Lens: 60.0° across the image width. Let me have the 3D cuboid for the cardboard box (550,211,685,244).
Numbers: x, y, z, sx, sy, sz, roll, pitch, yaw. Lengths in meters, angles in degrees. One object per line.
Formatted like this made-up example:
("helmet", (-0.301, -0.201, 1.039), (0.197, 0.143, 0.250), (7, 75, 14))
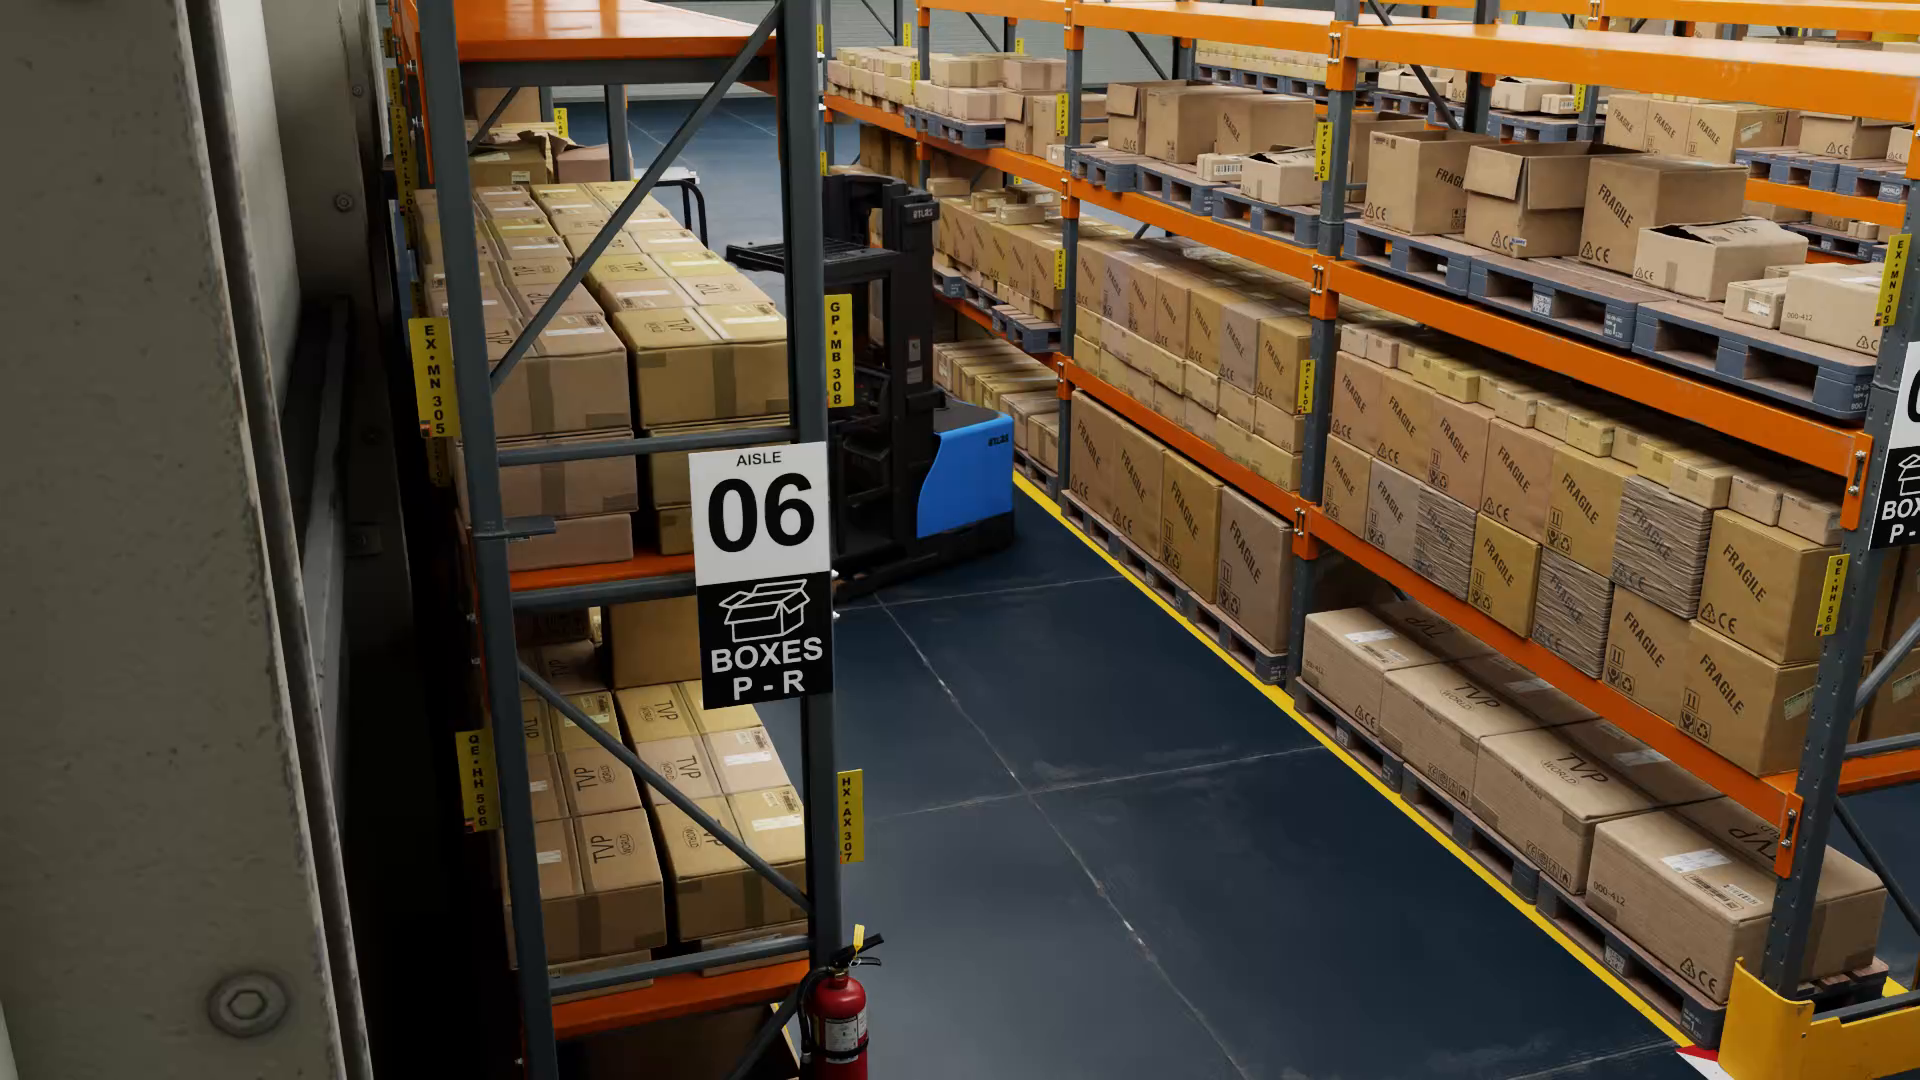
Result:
("cardboard box", (-1.421, -1.195, 6.912), (0.500, 0.250, 0.500), (-6, 21, -16))

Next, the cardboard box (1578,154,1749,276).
("cardboard box", (3.350, -1.552, 7.946), (0.500, 0.500, 0.500), (-6, 21, -16))

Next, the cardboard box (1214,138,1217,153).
("cardboard box", (2.092, -2.894, 12.177), (0.396, 0.266, 0.258), (-7, 21, -19))

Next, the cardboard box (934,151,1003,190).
("cardboard box", (0.137, -3.858, 17.654), (0.700, 0.500, 0.500), (-7, 21, -18))

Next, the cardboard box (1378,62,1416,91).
("cardboard box", (4.690, -4.968, 17.802), (0.258, 0.266, 0.396), (-7, 21, -18))

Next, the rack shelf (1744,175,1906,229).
("rack shelf", (6.623, -2.743, 13.242), (1.077, 0.370, 4.000), (-6, 21, -17))

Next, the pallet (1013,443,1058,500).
("pallet", (1.083, -0.691, 15.029), (1.003, 0.211, 1.213), (-6, 21, -17))

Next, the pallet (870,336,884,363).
("pallet", (-0.562, -2.328, 19.586), (1.003, 0.211, 1.213), (-6, 21, -17))

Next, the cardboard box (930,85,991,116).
("cardboard box", (0.033, -4.183, 15.787), (0.500, 0.250, 0.500), (-7, 21, -18))

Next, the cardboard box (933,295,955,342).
("cardboard box", (-0.371, -2.454, 18.149), (0.500, 0.500, 0.500), (-7, 21, -18))

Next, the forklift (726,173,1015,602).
("forklift", (-0.996, -1.122, 12.205), (3.031, 2.935, 1.130), (-17, 26, -39))

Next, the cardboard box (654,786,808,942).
("cardboard box", (-0.757, 1.099, 5.700), (0.500, 0.250, 0.500), (-6, 21, -17))

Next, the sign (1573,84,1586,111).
("sign", (5.465, -3.947, 14.649), (0.100, 0.325, 0.005), (-6, 21, -17))

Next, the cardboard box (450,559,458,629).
("cardboard box", (-3.042, 0.413, 10.907), (0.500, 0.500, 0.500), (-7, 21, -19))

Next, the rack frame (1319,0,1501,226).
("rack frame", (2.584, -3.293, 9.272), (1.000, 3.000, 0.127), (-6, 21, -17))

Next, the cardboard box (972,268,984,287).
("cardboard box", (0.327, -2.484, 15.645), (0.380, 0.149, 0.250), (-6, 20, -15))

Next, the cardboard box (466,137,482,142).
("cardboard box", (-3.270, -2.501, 10.697), (0.380, 0.149, 0.250), (-6, 21, -15))

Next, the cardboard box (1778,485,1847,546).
("cardboard box", (3.538, -0.102, 6.678), (0.380, 0.149, 0.250), (-6, 21, -16))

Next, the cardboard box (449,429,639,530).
("cardboard box", (-1.268, -0.252, 5.025), (0.500, 0.250, 0.500), (-7, 21, -18))

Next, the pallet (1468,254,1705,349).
("pallet", (3.211, -1.185, 7.971), (1.003, 0.211, 1.213), (-6, 21, -17))

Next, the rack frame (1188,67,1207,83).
("rack frame", (3.480, -4.879, 22.561), (1.000, 3.000, 0.127), (-6, 21, -17))

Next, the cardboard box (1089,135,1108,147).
("cardboard box", (1.309, -3.302, 13.935), (0.396, 0.266, 0.258), (-6, 21, -17))

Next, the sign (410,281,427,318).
("sign", (-3.910, -1.709, 12.025), (0.100, 0.325, 0.005), (-6, 21, -17))

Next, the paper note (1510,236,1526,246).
("paper note", (2.628, -1.409, 7.838), (0.006, 0.032, 0.123), (-6, 21, -17))

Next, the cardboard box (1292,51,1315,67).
("cardboard box", (4.180, -5.614, 19.184), (0.500, 0.250, 0.500), (-6, 21, -17))

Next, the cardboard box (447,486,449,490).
("cardboard box", (-3.516, -0.350, 12.072), (0.380, 0.149, 0.250), (-5, 20, -14))

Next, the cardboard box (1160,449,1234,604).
("cardboard box", (2.022, -0.146, 11.909), (0.875, 0.875, 0.875), (-6, 21, -16))

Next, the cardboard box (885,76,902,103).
("cardboard box", (-0.485, -4.793, 17.667), (0.500, 0.250, 0.500), (-7, 21, -18))

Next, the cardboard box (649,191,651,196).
("cardboard box", (-1.804, -1.761, 8.608), (0.380, 0.149, 0.250), (-6, 21, -16))

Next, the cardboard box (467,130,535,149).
("cardboard box", (-2.403, -1.986, 8.621), (0.396, 0.266, 0.258), (-6, 21, -17))

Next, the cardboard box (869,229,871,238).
("cardboard box", (-0.834, -3.566, 19.278), (0.380, 0.149, 0.250), (-7, 21, -19))

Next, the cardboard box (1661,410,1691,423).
("cardboard box", (3.599, -0.570, 7.979), (0.380, 0.149, 0.250), (-6, 21, -17))

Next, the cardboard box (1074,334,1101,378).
("cardboard box", (1.242, -1.499, 13.373), (0.500, 0.250, 0.500), (-7, 21, -18))

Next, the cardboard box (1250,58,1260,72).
("cardboard box", (3.760, -5.786, 20.253), (0.380, 0.149, 0.250), (-6, 21, -17))

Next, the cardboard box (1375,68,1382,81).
("cardboard box", (4.945, -5.286, 18.861), (0.380, 0.149, 0.250), (-7, 21, -18))

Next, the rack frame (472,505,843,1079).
("rack frame", (-0.870, 1.343, 5.240), (1.000, 3.000, 0.127), (-6, 21, -17))

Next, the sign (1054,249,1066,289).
("sign", (0.815, -2.200, 13.508), (0.100, 0.325, 0.005), (-6, 21, -17))

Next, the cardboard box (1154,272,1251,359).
("cardboard box", (1.718, -1.598, 11.802), (0.500, 0.500, 0.500), (-6, 21, -16))

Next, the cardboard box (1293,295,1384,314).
("cardboard box", (2.532, -1.319, 11.024), (0.500, 0.500, 0.500), (-7, 21, -18))

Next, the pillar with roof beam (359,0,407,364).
("pillar with roof beam", (-2.449, -6.753, 18.906), (9.100, 9.000, 0.400), (-6, 21, -17))

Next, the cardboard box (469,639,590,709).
("cardboard box", (-1.903, 0.503, 7.359), (0.500, 0.250, 0.500), (-6, 21, -16))

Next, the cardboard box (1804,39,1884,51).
("cardboard box", (9.828, -5.284, 18.478), (0.797, 0.503, 0.637), (-6, 20, -15))

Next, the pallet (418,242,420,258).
("pallet", (-2.265, -1.481, 8.942), (1.213, 0.211, 1.003), (-6, 21, -17))

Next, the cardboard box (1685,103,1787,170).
("cardboard box", (6.247, -3.239, 13.411), (0.500, 0.500, 0.500), (-6, 21, -17))

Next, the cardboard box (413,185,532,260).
("cardboard box", (-2.241, -1.468, 7.671), (0.500, 0.250, 0.500), (-7, 21, -18))

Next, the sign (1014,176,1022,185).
("sign", (0.595, -3.642, 17.405), (0.100, 0.325, 0.005), (-6, 21, -17))

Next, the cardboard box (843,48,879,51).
("cardboard box", (-1.175, -5.774, 19.809), (0.380, 0.149, 0.250), (-6, 21, -17))

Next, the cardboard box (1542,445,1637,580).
("cardboard box", (3.119, -0.156, 7.787), (0.500, 0.500, 0.500), (-6, 21, -17))

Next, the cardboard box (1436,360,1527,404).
("cardboard box", (2.729, -0.831, 8.705), (0.380, 0.149, 0.250), (-7, 21, -19))

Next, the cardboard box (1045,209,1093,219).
("cardboard box", (0.911, -2.804, 15.577), (0.500, 0.500, 0.500), (-7, 21, -19))

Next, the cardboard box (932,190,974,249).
("cardboard box", (-0.055, -3.240, 16.791), (0.500, 0.500, 0.500), (-6, 21, -16))

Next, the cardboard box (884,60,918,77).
("cardboard box", (-0.595, -5.021, 17.714), (0.380, 0.149, 0.250), (-6, 21, -16))

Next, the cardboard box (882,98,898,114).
("cardboard box", (-0.629, -4.731, 18.084), (0.380, 0.149, 0.250), (-6, 21, -16))

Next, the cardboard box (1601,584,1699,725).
("cardboard box", (3.295, 0.478, 7.501), (0.500, 0.500, 0.500), (-7, 21, -18))

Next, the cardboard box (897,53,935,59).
("cardboard box", (-0.501, -5.492, 19.024), (0.380, 0.149, 0.250), (-7, 21, -19))

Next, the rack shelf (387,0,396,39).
("rack shelf", (-4.013, -4.163, 13.350), (1.077, 0.370, 4.000), (-6, 21, -17))

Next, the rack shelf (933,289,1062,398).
("rack shelf", (0.698, -2.056, 15.768), (1.077, 0.370, 4.000), (-6, 21, -17))
